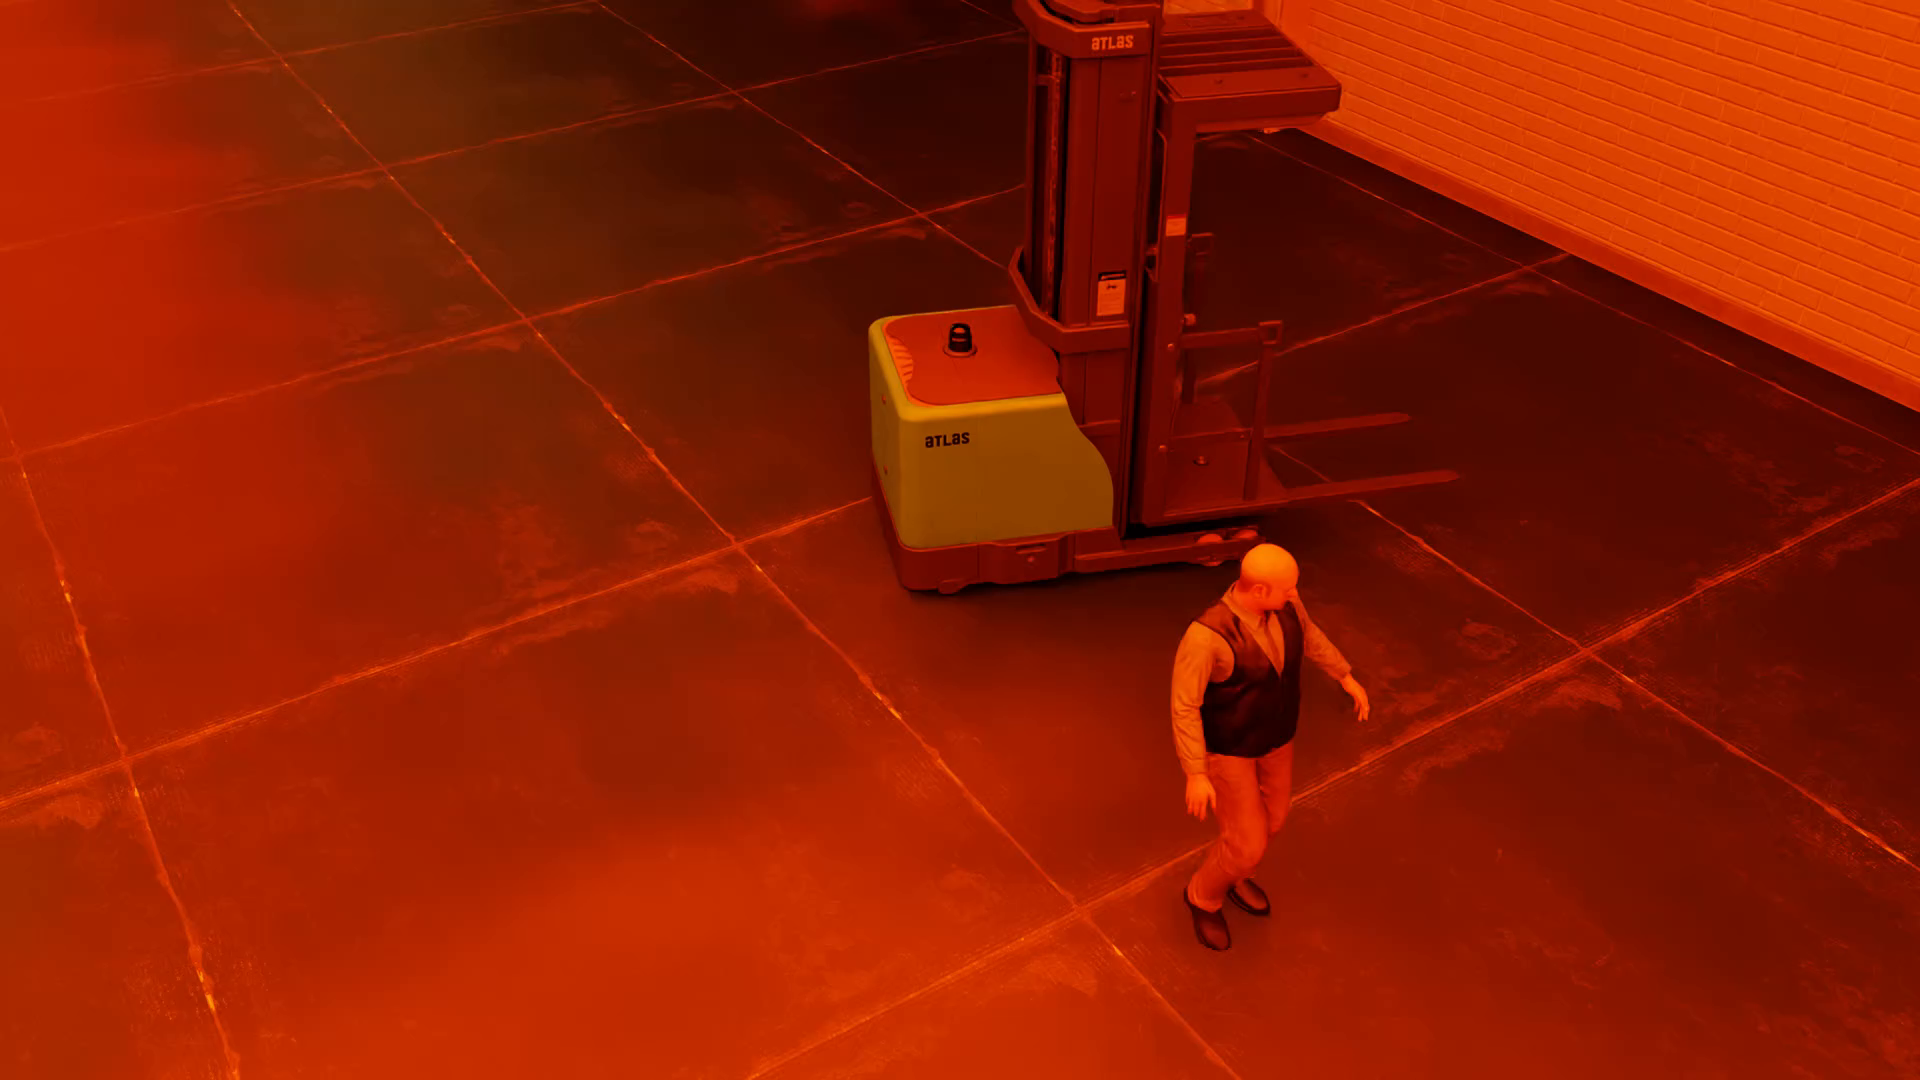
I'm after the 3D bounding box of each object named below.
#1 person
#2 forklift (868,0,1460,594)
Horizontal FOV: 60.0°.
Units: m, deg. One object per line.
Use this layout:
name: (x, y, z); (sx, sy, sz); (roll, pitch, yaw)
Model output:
person: (1.110, 0.758, 6.174); (0.843, 1.729, 0.497); (-22, 41, -28)
forklift: (1.093, -1.354, 8.075); (3.031, 2.935, 1.130); (-7, 36, -10)
